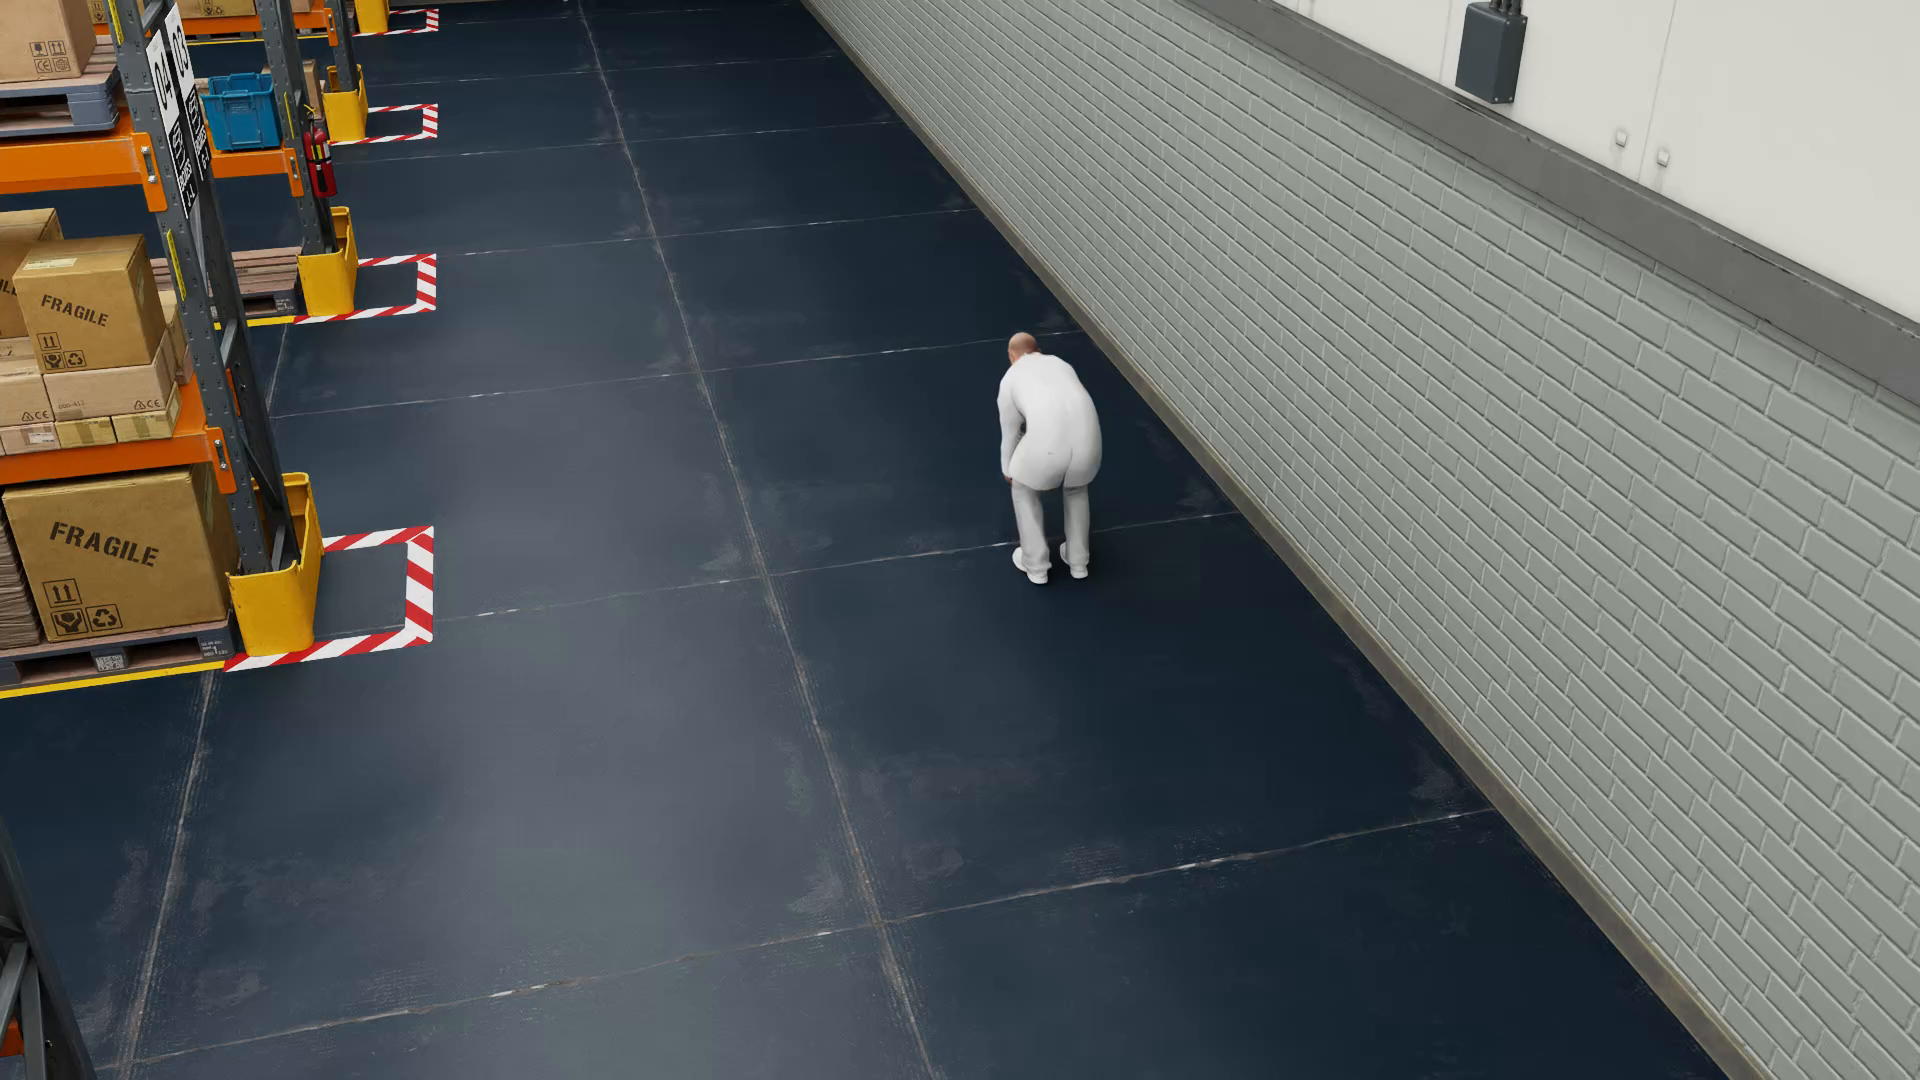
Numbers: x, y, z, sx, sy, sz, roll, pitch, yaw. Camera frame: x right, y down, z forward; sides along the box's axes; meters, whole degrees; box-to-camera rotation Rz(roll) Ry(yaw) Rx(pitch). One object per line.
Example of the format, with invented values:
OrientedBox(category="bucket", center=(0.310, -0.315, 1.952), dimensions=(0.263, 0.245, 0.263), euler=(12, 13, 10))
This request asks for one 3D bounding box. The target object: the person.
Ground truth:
OrientedBox(category="person", center=(0.481, -0.466, 9.636), dimensions=(0.560, 1.219, 0.929), euler=(-9, 31, -15))
